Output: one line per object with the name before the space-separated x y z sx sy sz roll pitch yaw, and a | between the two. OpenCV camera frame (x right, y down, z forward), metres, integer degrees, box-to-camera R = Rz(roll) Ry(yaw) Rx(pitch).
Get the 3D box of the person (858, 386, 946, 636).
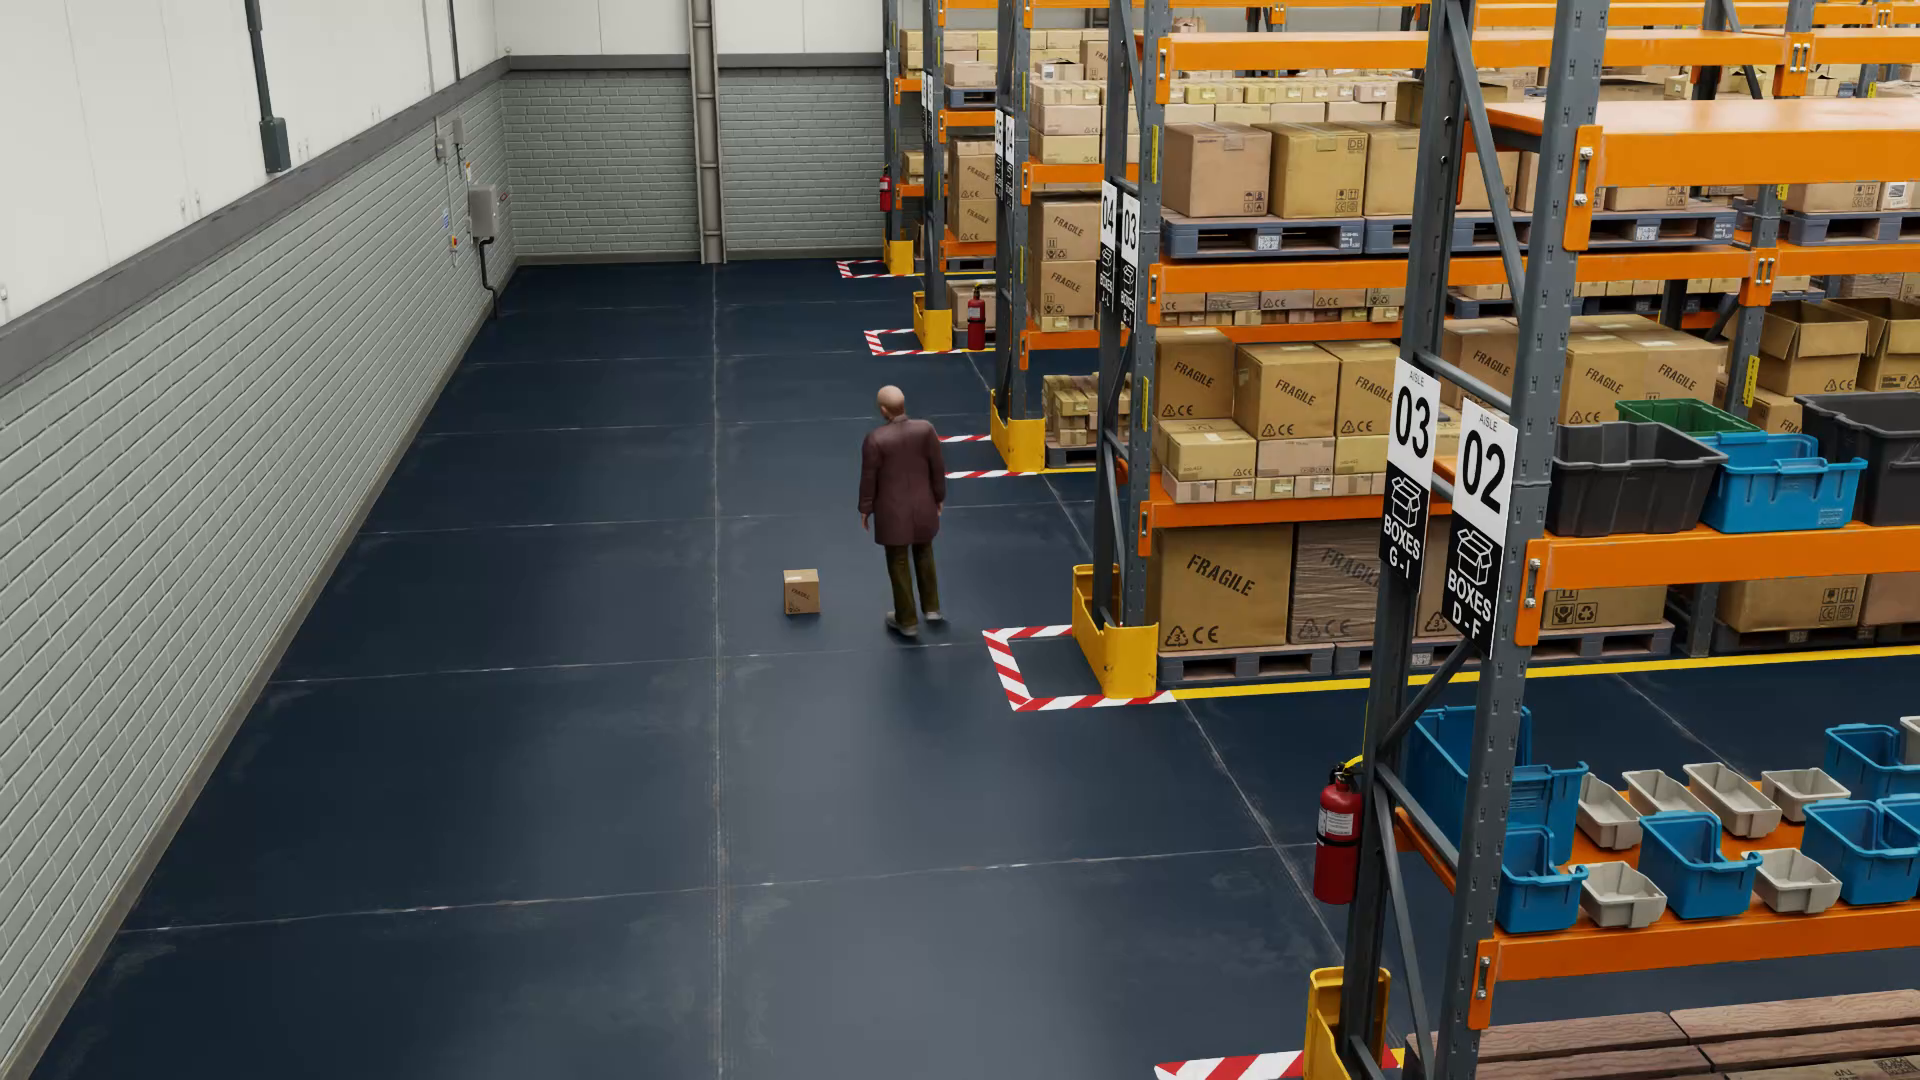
person | -0.381 -0.202 11.663 0.652 1.818 0.456 -8 21 -21
